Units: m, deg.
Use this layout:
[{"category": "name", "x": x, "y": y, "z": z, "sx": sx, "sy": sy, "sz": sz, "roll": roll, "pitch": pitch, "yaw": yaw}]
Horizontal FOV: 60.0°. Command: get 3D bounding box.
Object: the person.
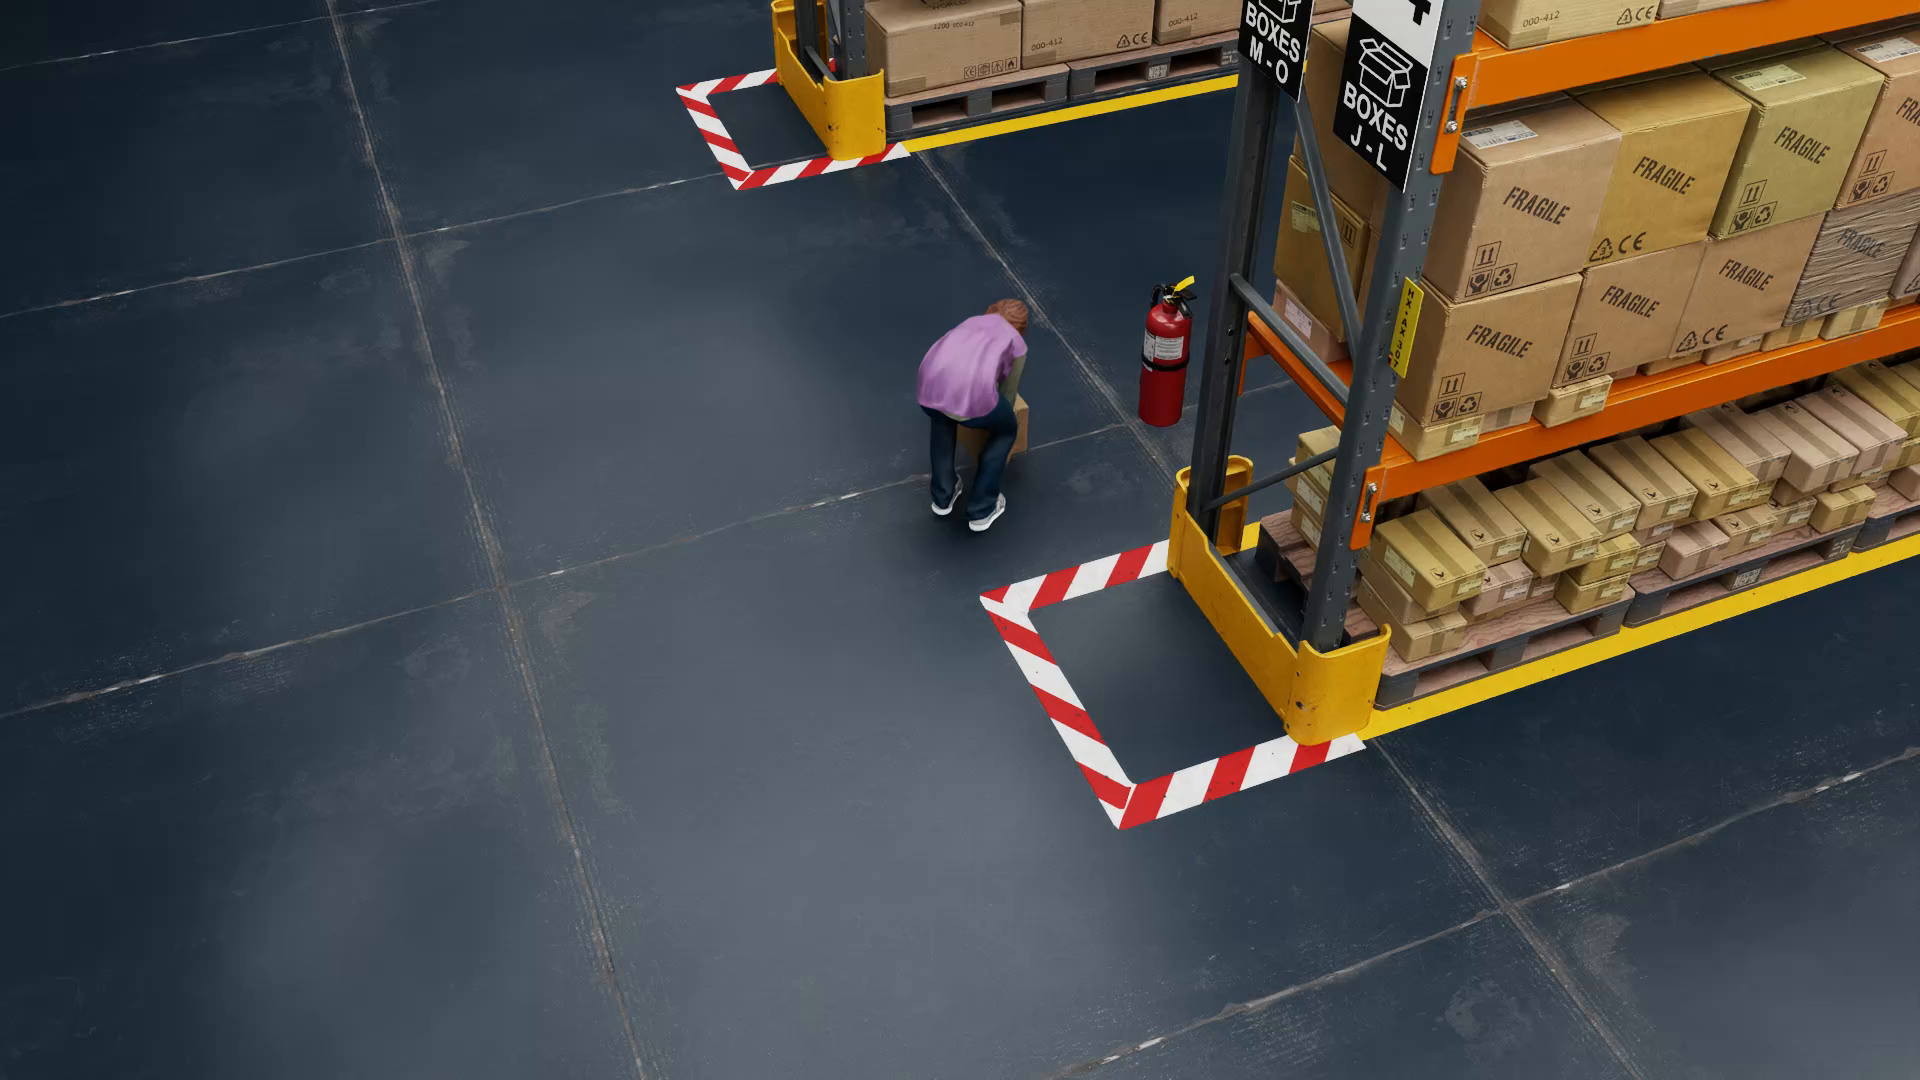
[{"category": "person", "x": 0.088, "y": -0.591, "z": 7.297, "sx": 0.405, "sy": 0.950, "sz": 0.864, "roll": 15, "pitch": 44, "yaw": 16}]
